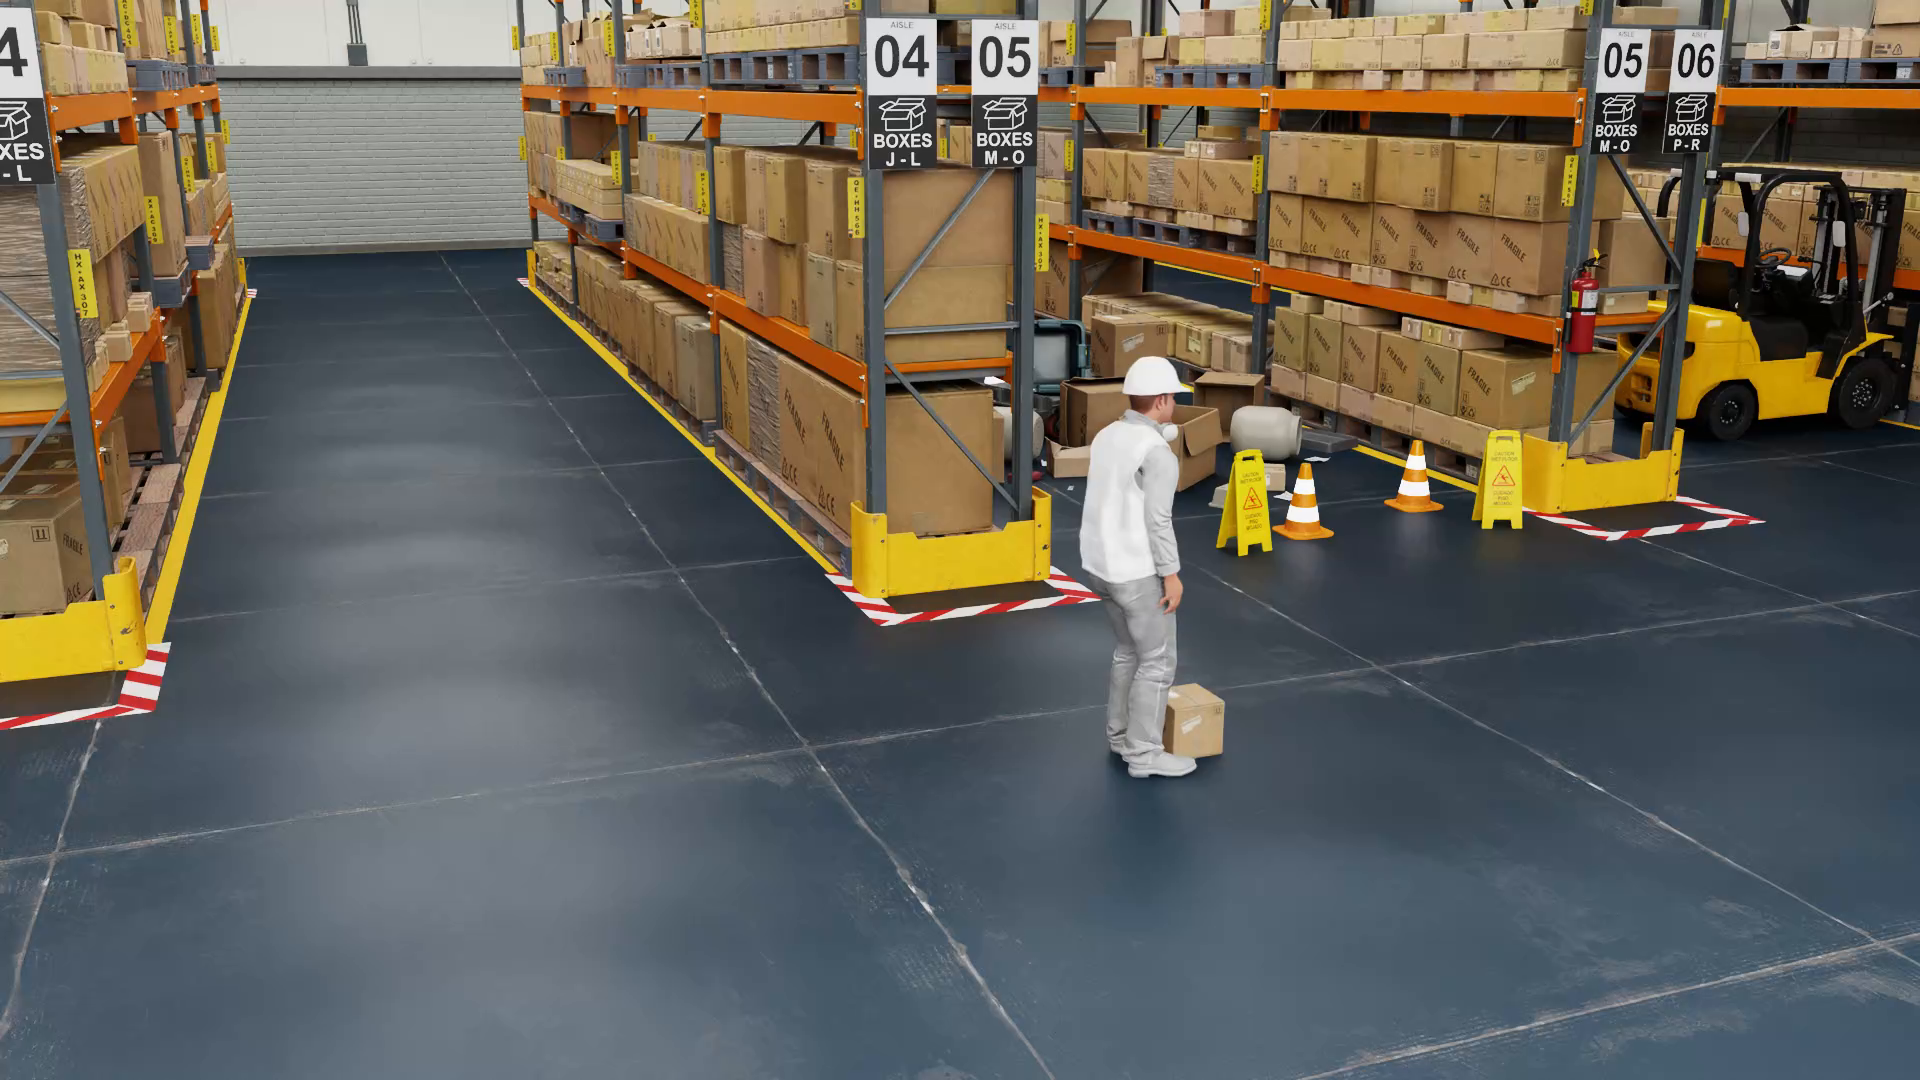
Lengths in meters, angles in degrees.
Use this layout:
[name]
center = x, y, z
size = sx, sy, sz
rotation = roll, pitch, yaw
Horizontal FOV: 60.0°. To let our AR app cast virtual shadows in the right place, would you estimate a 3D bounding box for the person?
[person]
center = 0.760, 0.102, 7.109
size = 0.474, 1.771, 0.593
rotation = -7, 17, -24
